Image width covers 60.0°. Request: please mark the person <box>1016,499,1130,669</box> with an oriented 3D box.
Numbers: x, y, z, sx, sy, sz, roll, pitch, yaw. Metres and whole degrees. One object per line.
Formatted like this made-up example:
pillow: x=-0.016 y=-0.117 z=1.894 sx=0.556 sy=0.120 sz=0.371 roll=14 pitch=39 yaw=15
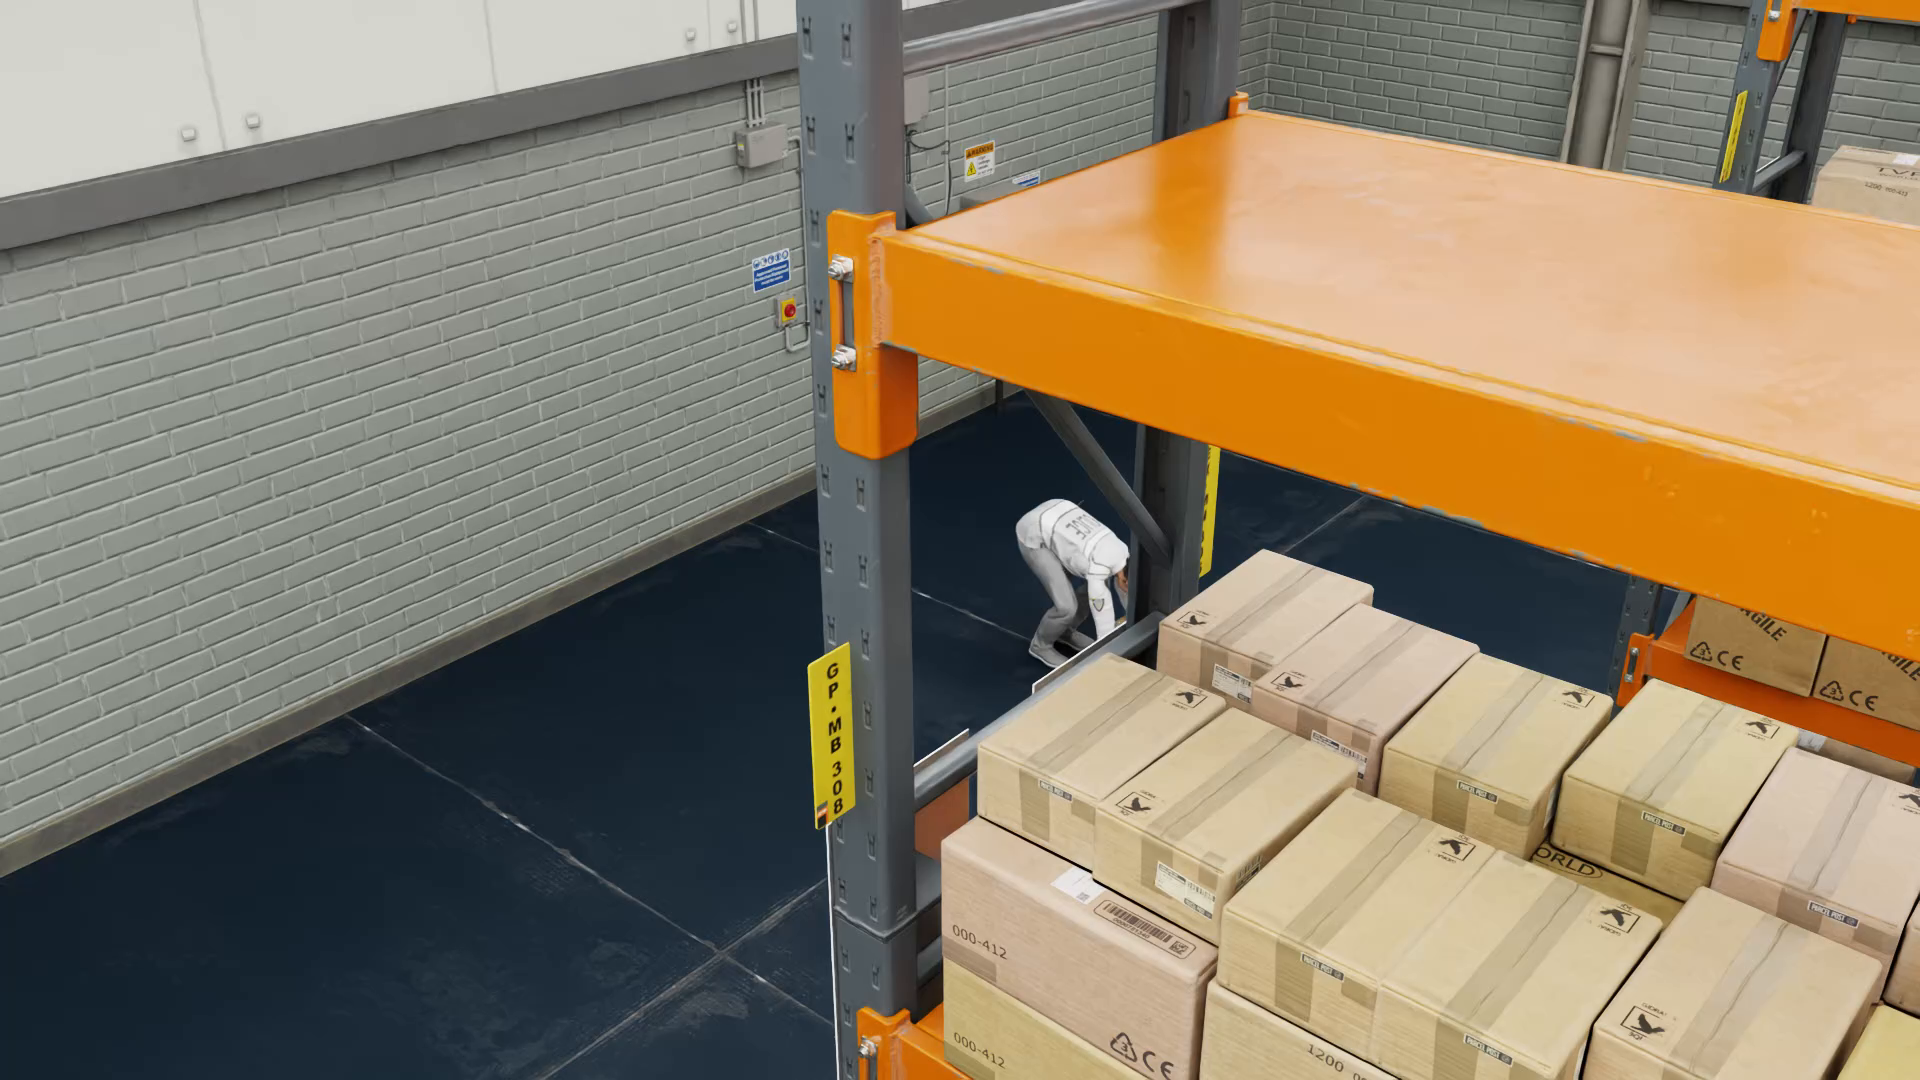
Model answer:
person: x=0.722 y=0.287 z=9.269 sx=0.885 sy=0.933 sz=0.452 roll=19 pitch=33 yaw=32
